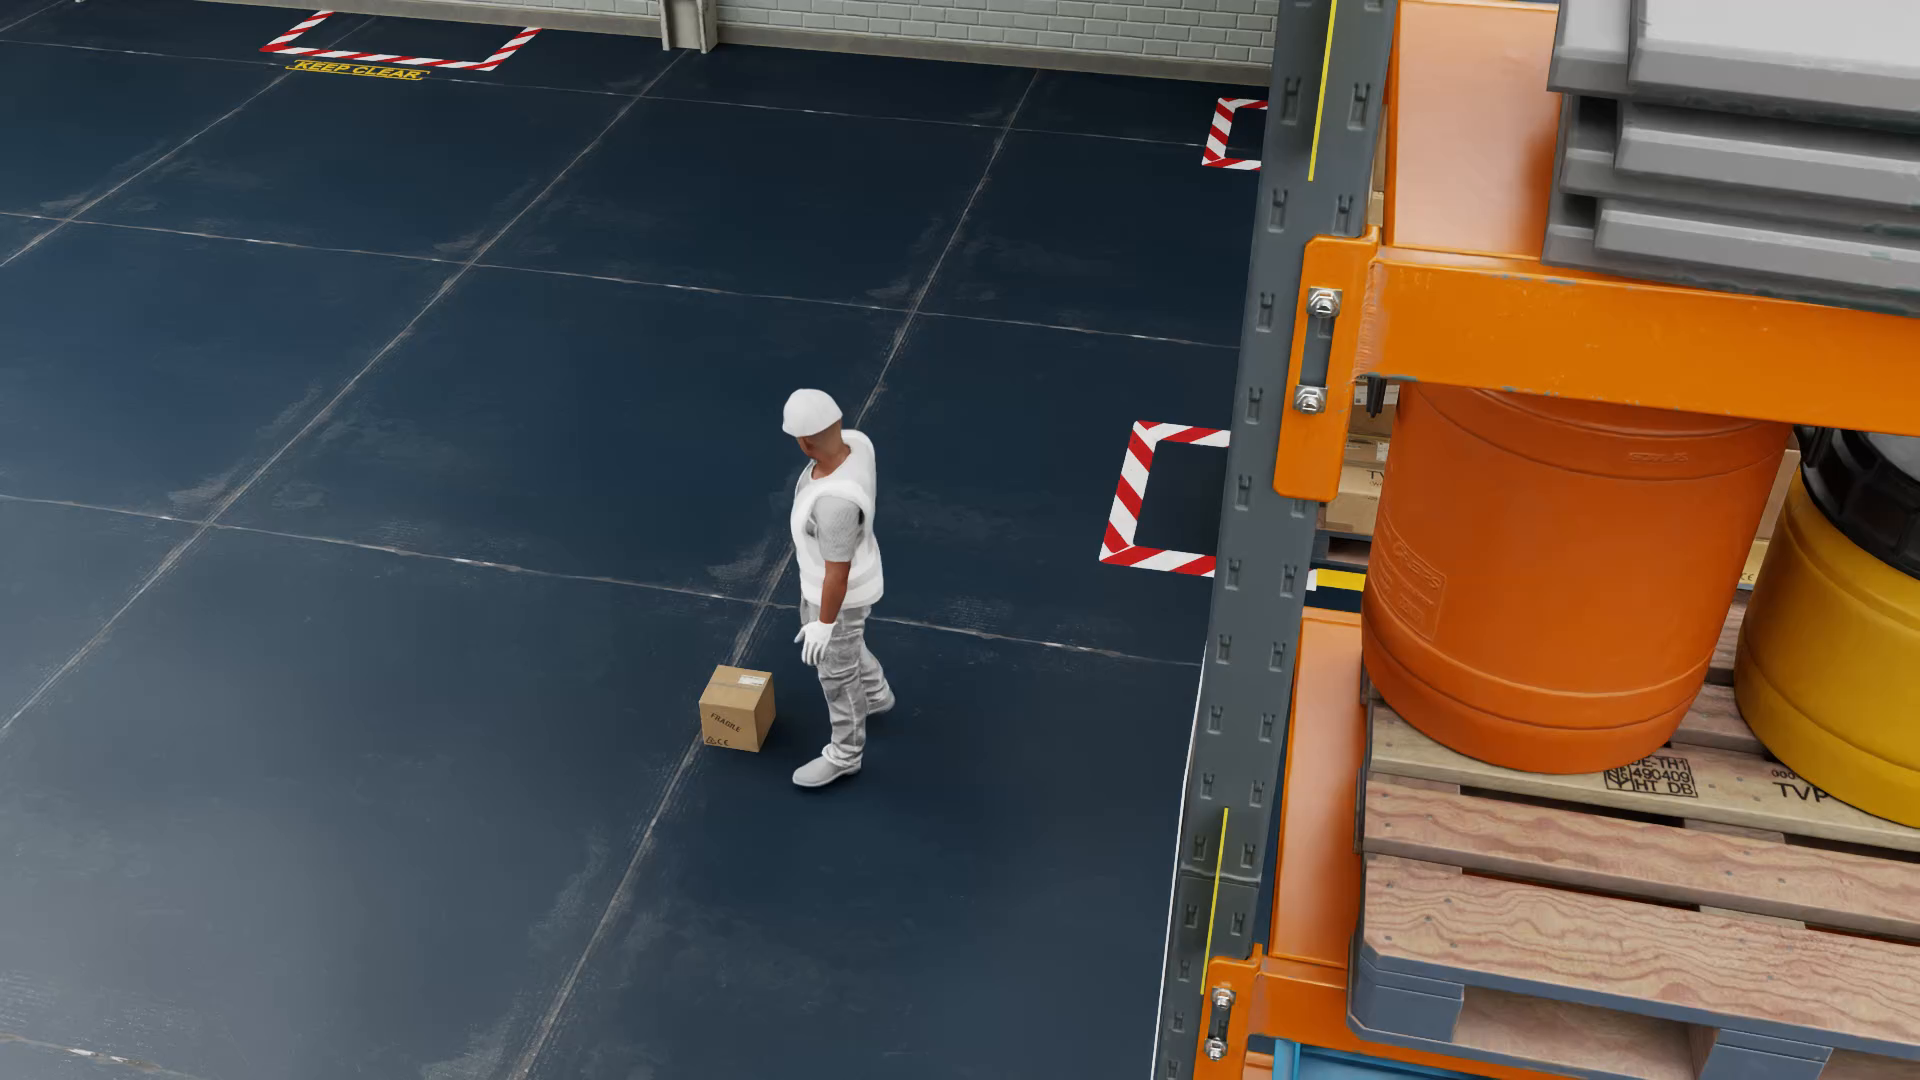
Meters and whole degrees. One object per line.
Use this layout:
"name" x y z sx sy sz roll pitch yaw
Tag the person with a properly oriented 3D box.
"person" -0.495 0.190 6.671 0.450 1.779 0.656 -2 36 -3
